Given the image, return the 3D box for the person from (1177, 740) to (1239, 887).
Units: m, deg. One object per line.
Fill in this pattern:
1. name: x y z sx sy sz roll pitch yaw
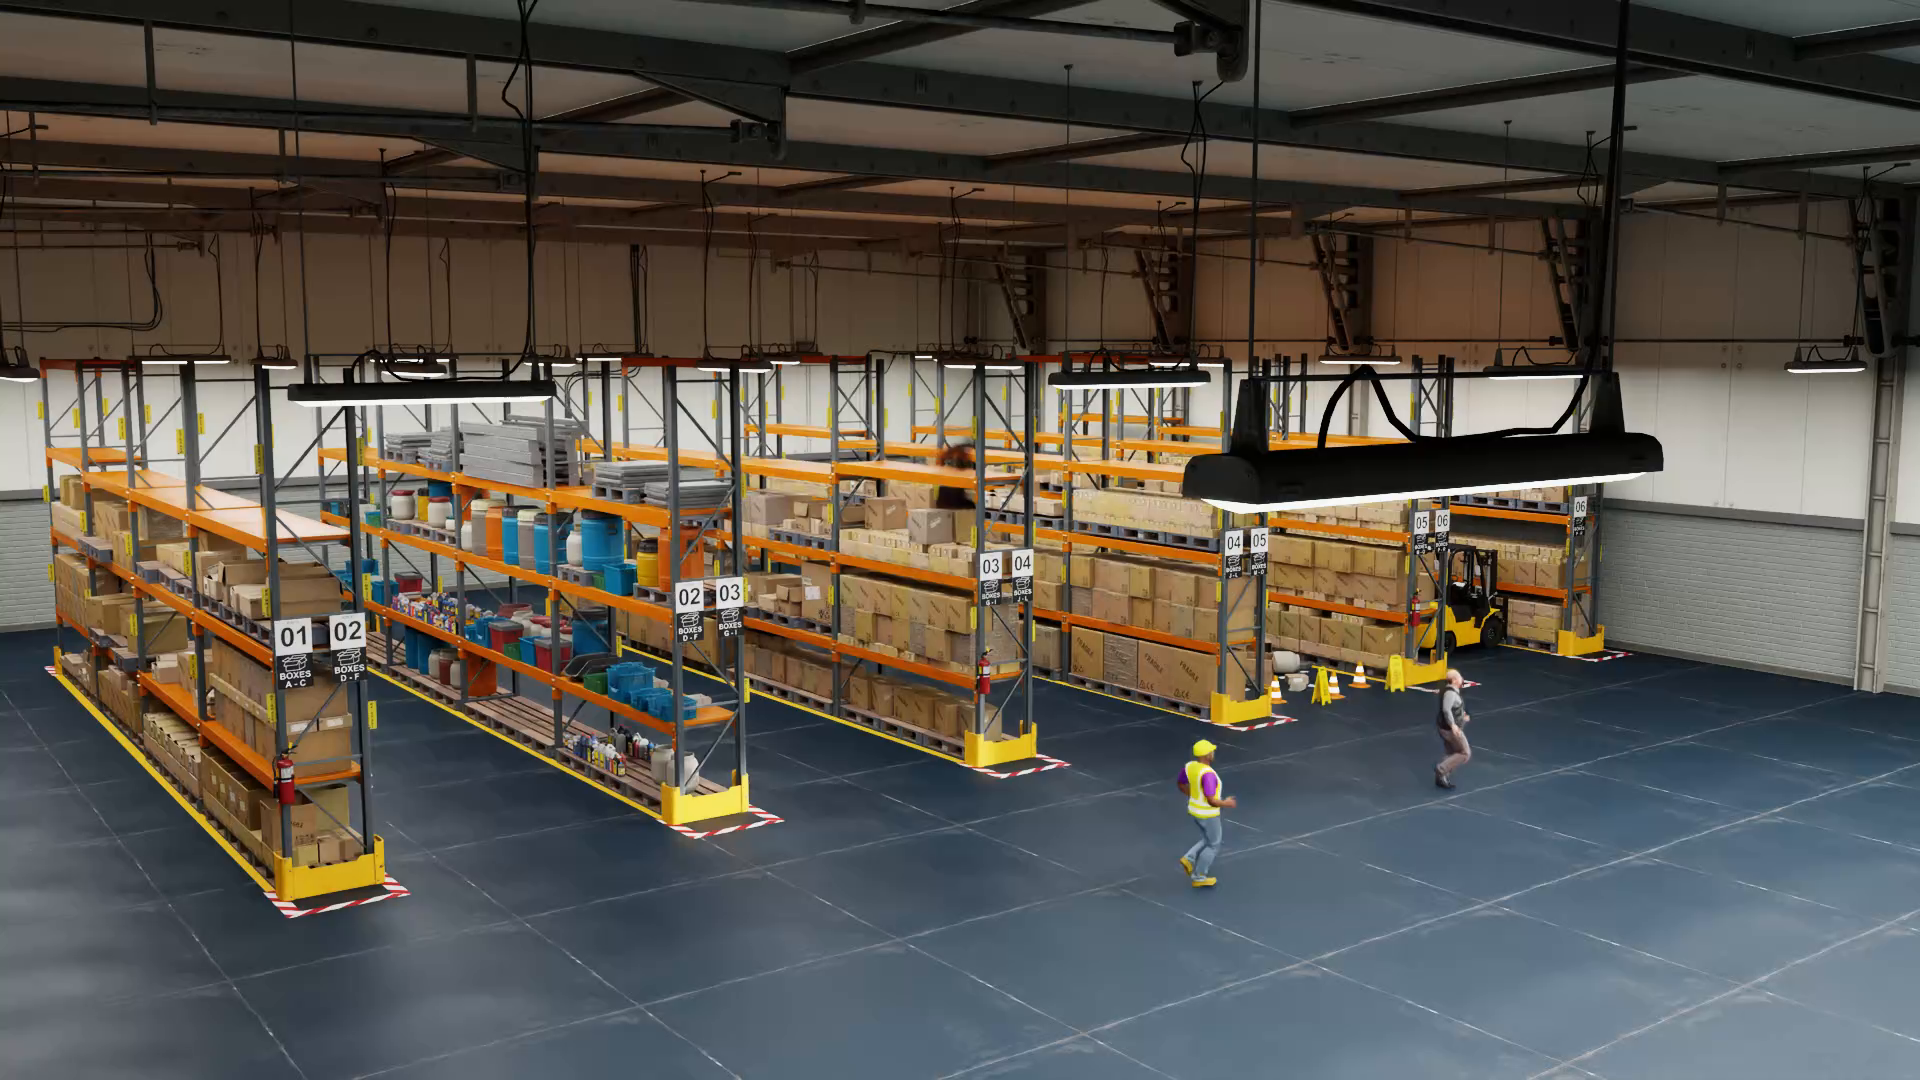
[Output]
1. person: 2.875 3.159 19.310 0.589 1.720 0.692 -2 7 -17

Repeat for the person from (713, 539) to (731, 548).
1. person: -5.855 0.451 41.172 0.691 1.647 0.756 7 10 44

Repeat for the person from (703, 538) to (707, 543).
1. person: -6.388 0.737 40.163 0.783 1.580 0.615 -1 7 -7

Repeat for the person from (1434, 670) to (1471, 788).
1. person: 6.982 2.673 23.556 0.571 1.689 0.672 0 7 0
